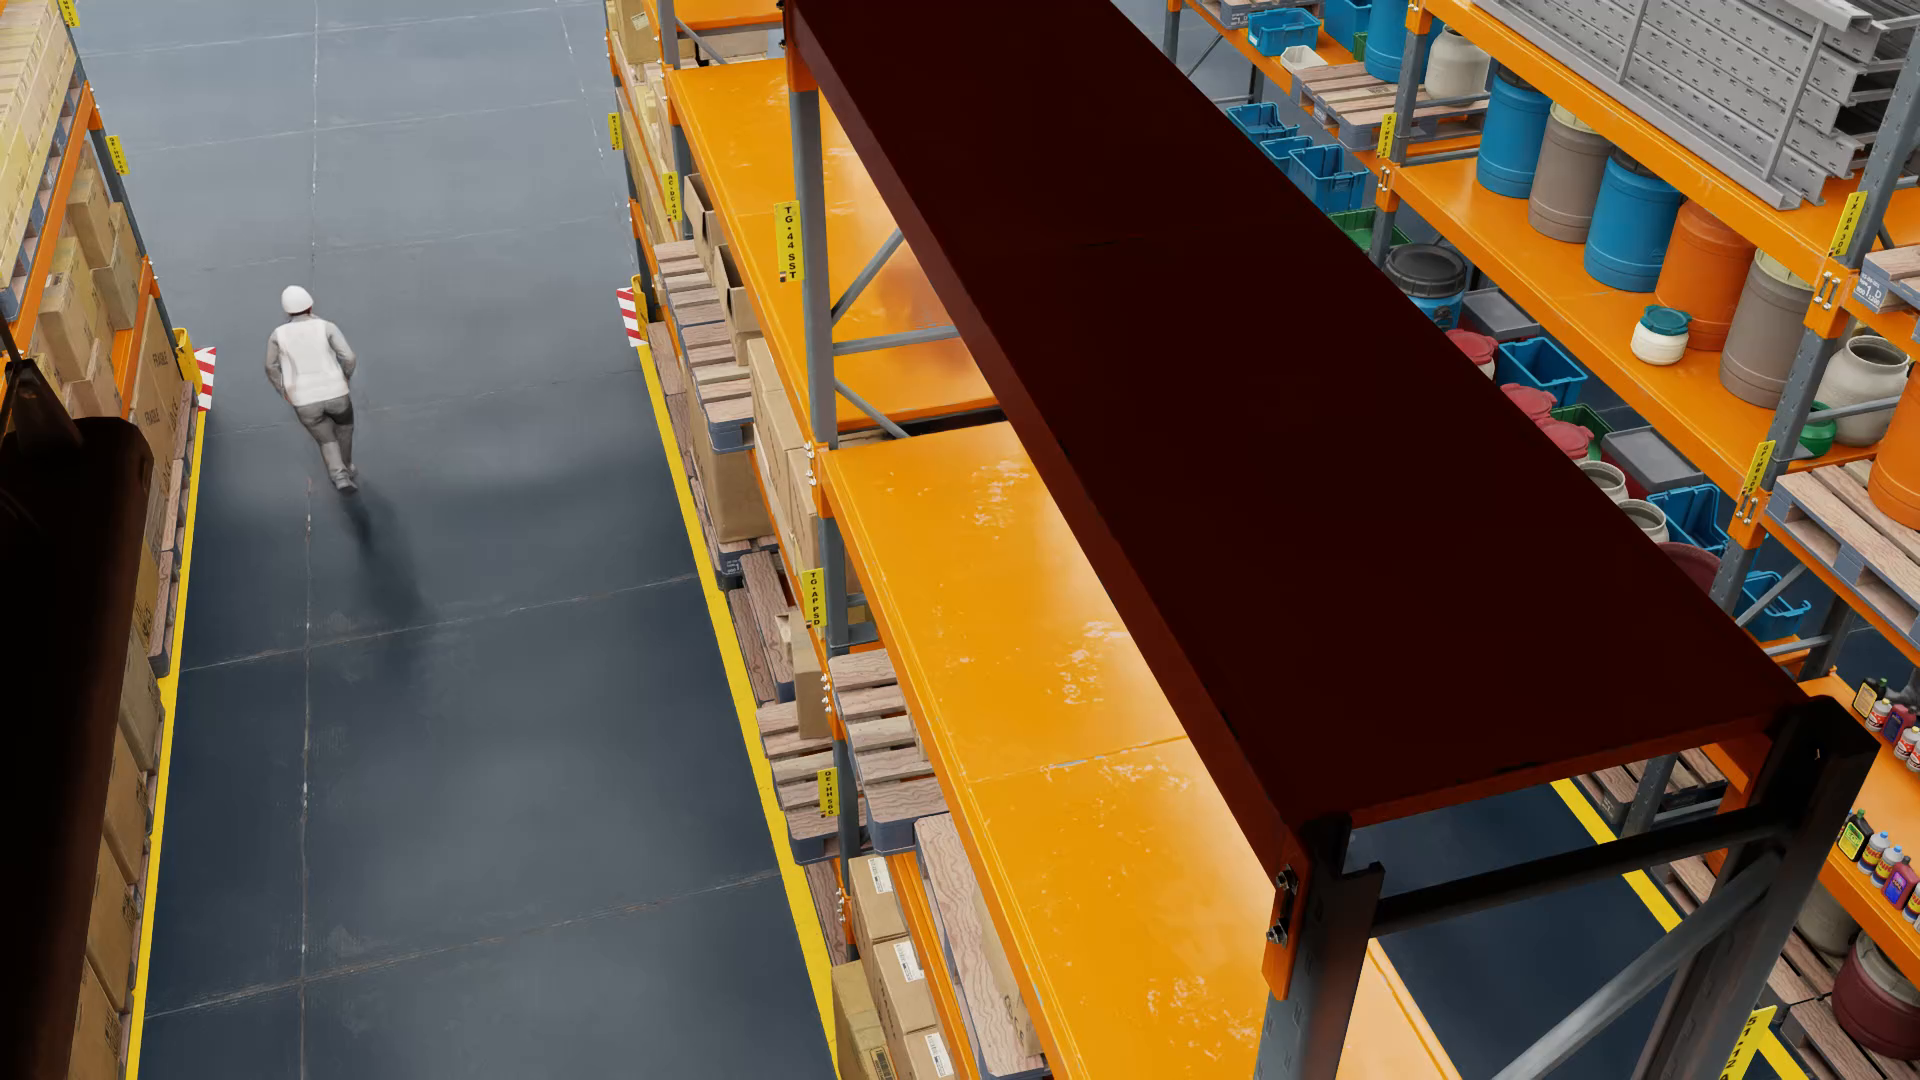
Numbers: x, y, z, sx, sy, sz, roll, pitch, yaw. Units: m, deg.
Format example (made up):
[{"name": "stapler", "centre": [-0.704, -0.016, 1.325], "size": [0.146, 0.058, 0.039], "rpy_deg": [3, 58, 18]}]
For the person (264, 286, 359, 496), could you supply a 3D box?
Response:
[{"name": "person", "centre": [-4.977, -1.083, 12.928], "size": [0.666, 1.614, 1.052], "rpy_deg": [-13, 40, -15]}]

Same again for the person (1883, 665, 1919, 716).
[{"name": "person", "centre": [6.542, 0.592, 10.731], "size": [0.638, 1.722, 0.829], "rpy_deg": [-10, 40, -12]}]
